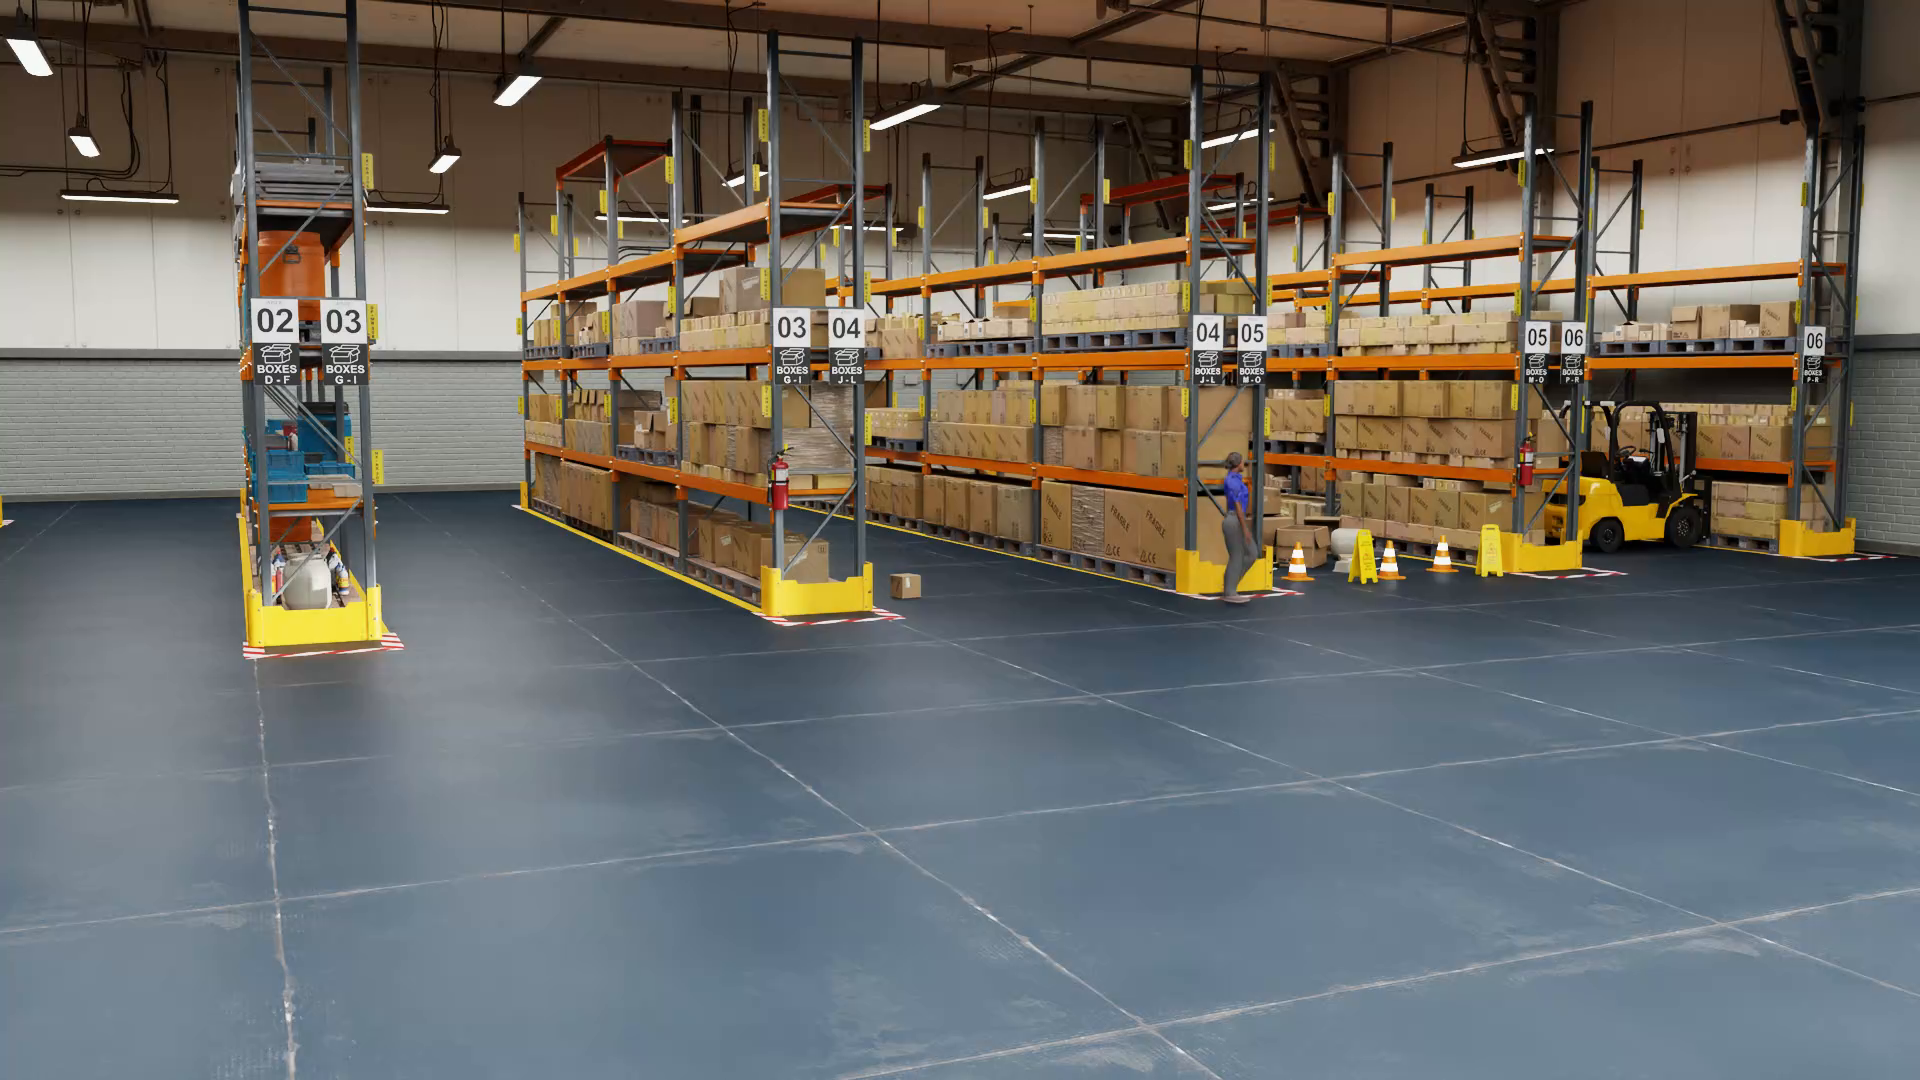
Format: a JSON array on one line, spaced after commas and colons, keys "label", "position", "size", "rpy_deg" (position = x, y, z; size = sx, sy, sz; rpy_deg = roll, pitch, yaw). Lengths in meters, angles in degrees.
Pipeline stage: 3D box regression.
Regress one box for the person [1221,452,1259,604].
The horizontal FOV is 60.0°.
[{"label": "person", "position": [3.065, -0.121, 18.182], "size": [0.399, 1.691, 0.454], "rpy_deg": [1, 6, 12]}]
